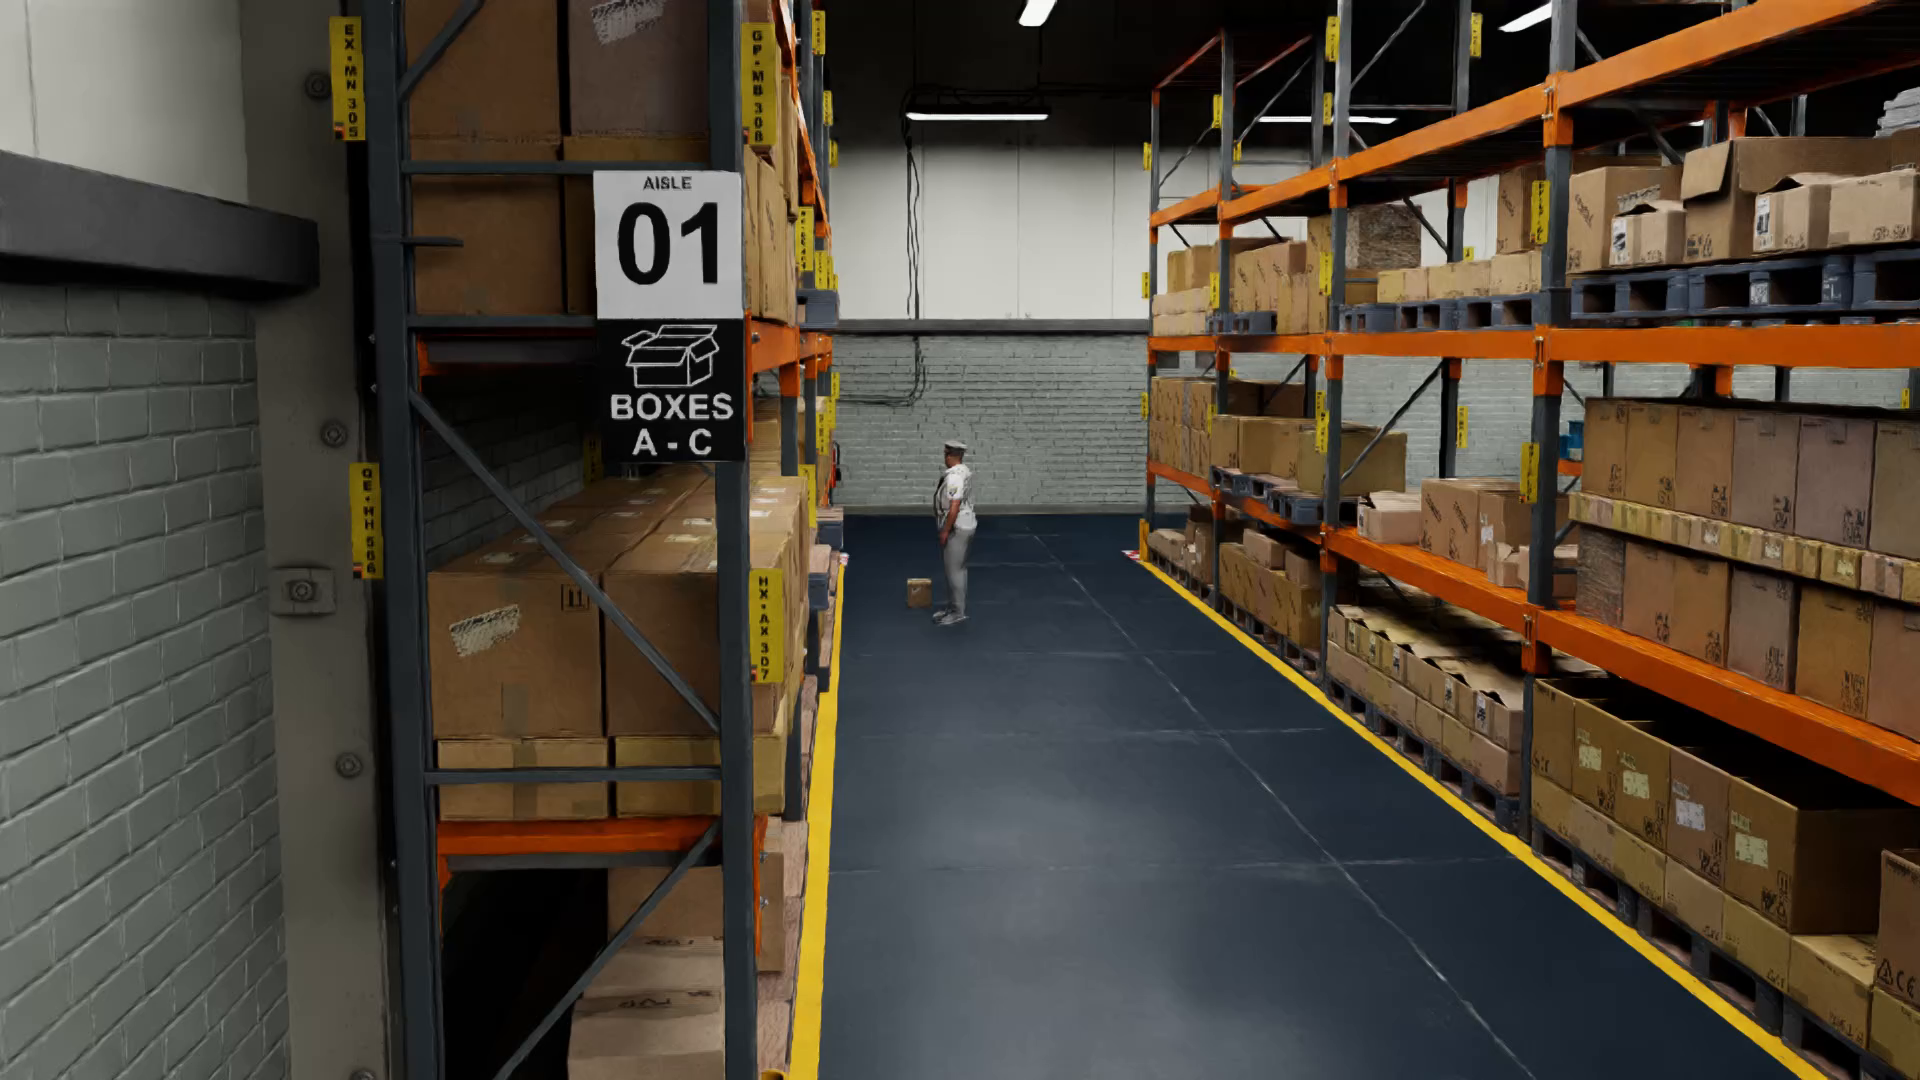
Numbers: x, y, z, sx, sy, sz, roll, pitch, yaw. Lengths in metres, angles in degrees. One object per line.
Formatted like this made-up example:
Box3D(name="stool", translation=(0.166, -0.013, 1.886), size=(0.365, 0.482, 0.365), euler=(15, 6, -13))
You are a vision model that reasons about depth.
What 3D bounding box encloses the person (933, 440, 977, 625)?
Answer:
Box3D(name="person", translation=(-0.061, -0.073, 16.307), size=(0.443, 1.807, 0.588), euler=(1, 7, 12))
